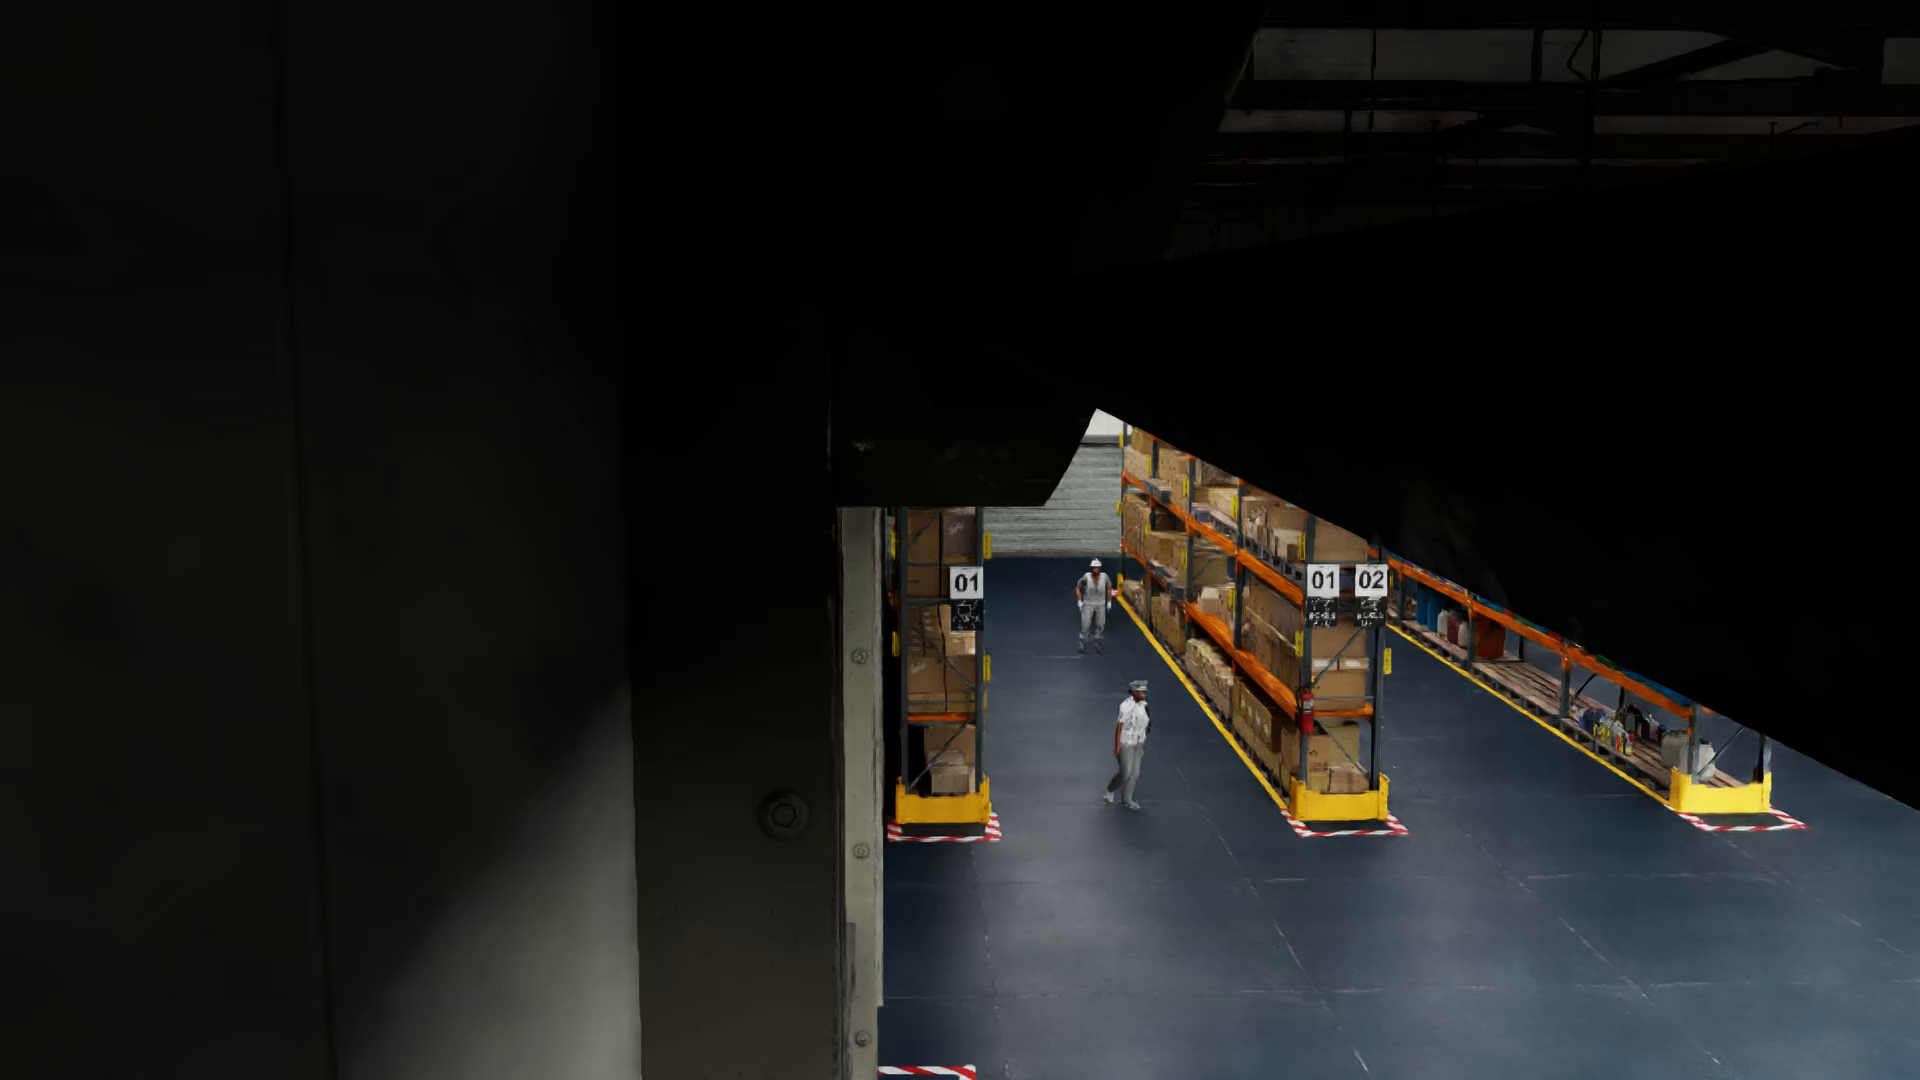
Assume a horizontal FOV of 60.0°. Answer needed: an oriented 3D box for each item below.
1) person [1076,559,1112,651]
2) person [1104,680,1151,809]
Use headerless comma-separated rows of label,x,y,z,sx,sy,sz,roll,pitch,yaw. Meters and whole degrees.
person,2.461,1.195,30.530,0.677,1.742,0.552,-1,8,-4
person,2.110,2.567,21.047,0.518,1.667,0.526,-7,10,-39
